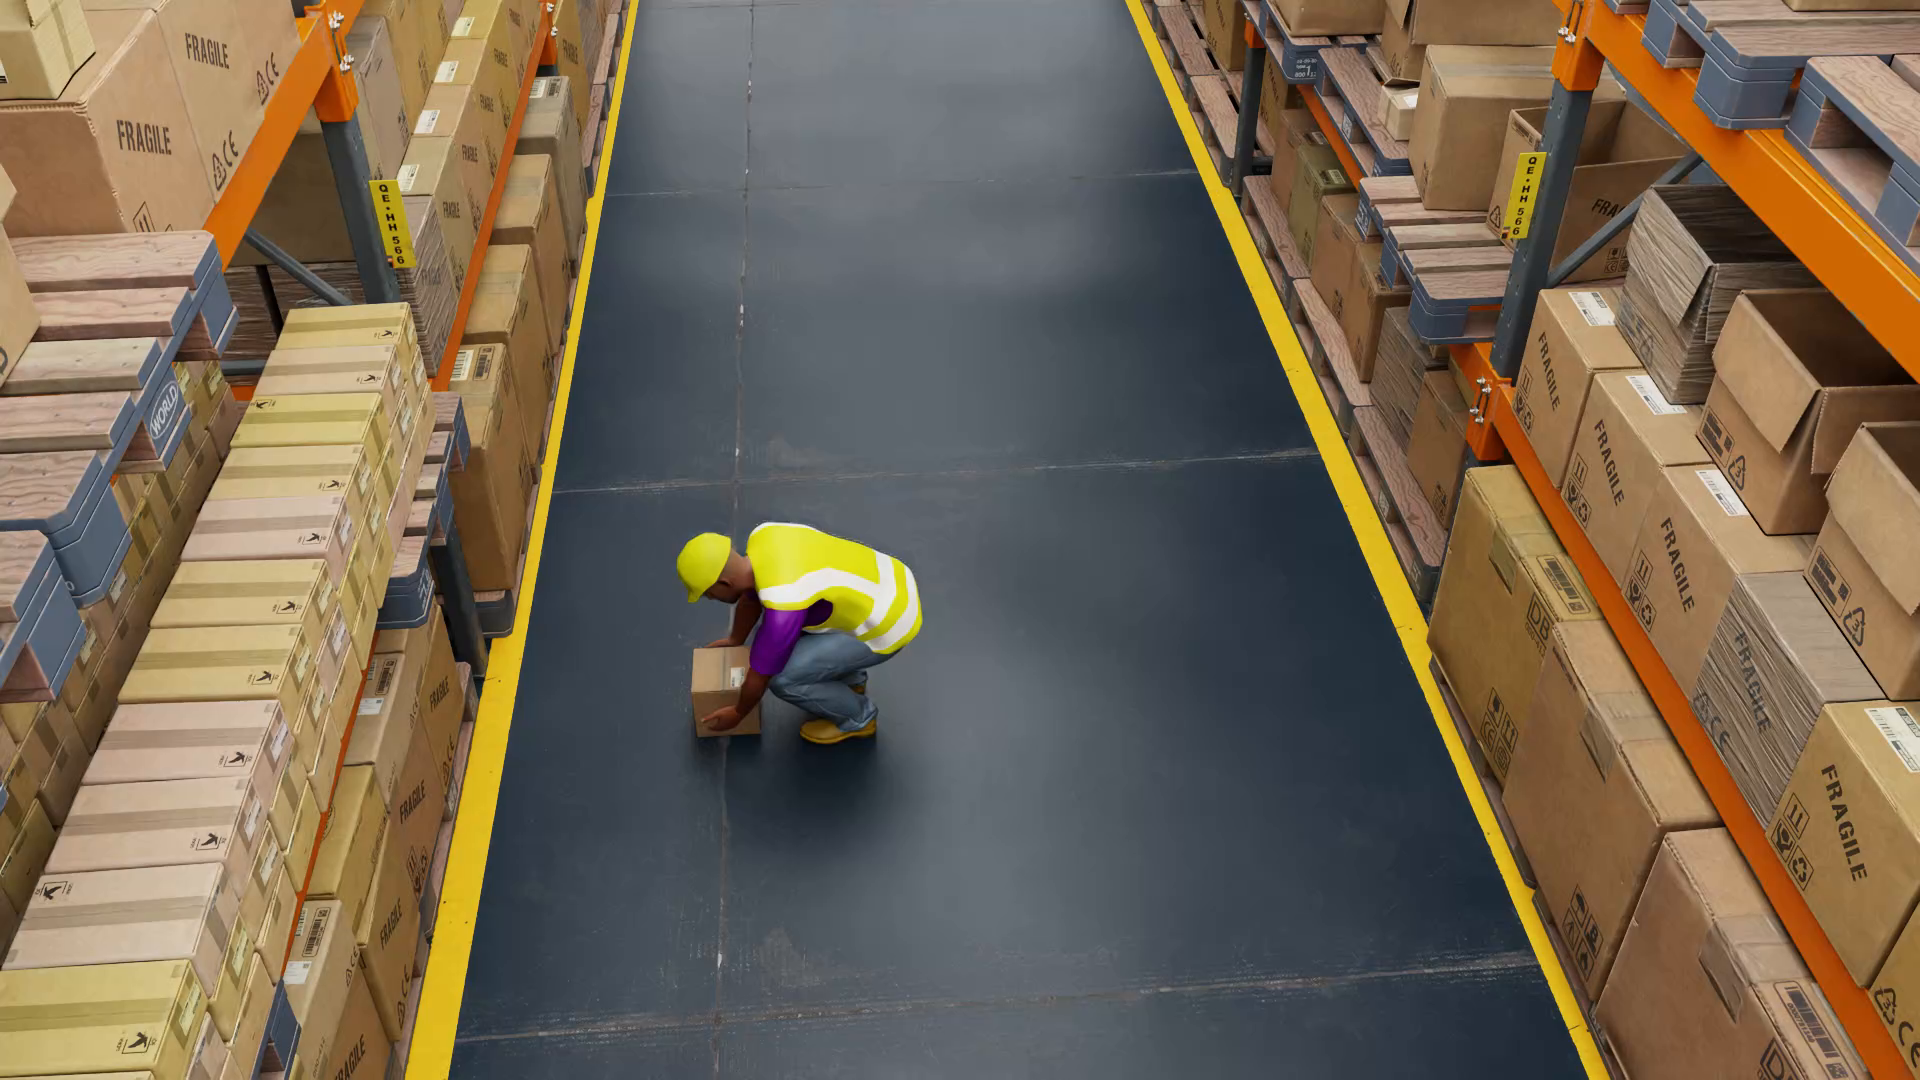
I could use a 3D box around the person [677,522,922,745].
[{"bbox_3d":[-0.592,0.336,6.352,0.892,0.976,0.581,-3,39,-4],"label":"person"}]
